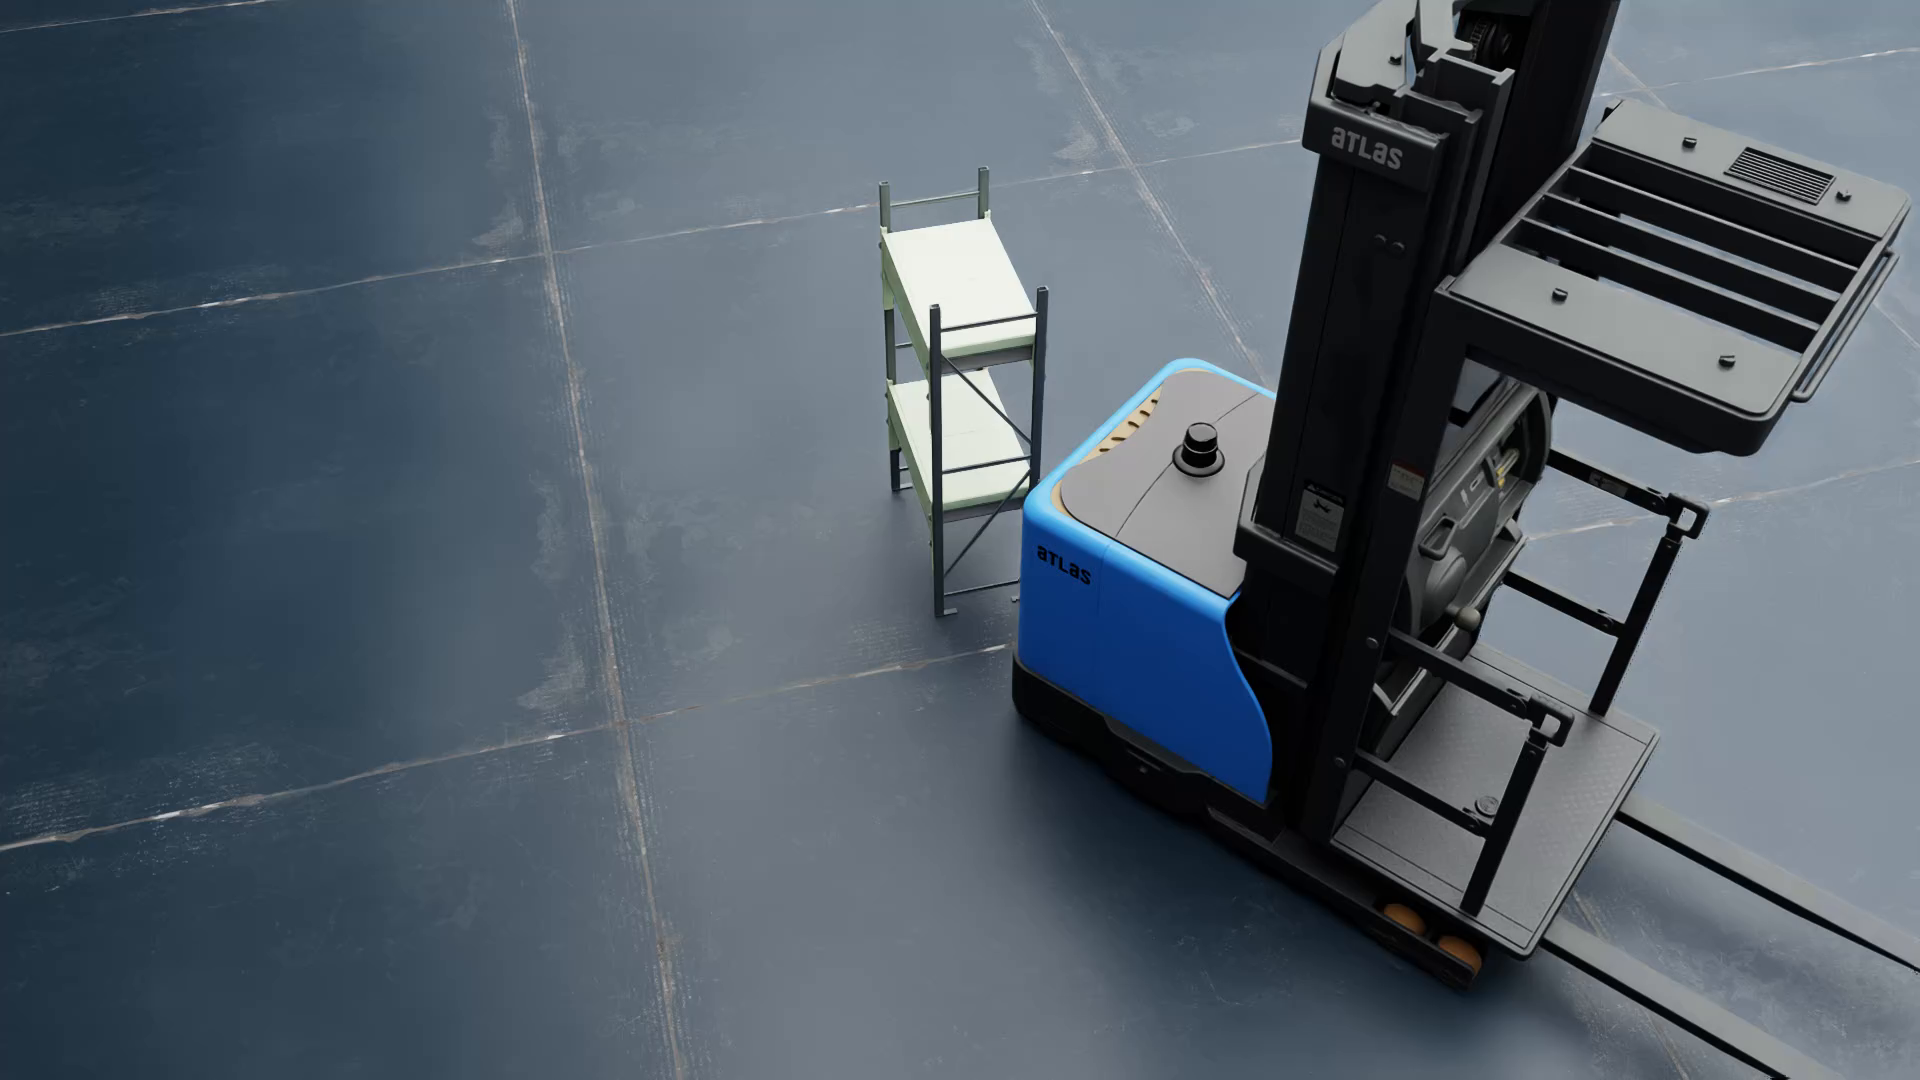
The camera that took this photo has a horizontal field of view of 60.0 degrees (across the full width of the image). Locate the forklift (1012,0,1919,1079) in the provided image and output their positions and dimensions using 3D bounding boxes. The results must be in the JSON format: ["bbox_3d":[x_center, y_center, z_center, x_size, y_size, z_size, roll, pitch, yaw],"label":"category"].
[{"bbox_3d":[1.665,-0.029,4.727,3.031,2.935,1.130,29,52,25],"label":"forklift"}]

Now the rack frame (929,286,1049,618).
[{"bbox_3d":[0.095,-0.268,5.962,0.400,1.500,0.023,-11,47,-10],"label":"rack frame"}]

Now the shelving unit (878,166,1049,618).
[{"bbox_3d":[0.002,-0.520,6.210,0.431,1.500,0.755,-11,47,-10],"label":"shelving unit"}]

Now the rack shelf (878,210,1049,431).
[{"bbox_3d":[0.002,-0.793,5.931,0.431,0.370,0.720,-11,47,-10],"label":"rack shelf"}]

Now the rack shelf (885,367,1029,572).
[{"bbox_3d":[0.002,-0.292,6.443,0.431,0.370,0.720,-11,47,-10],"label":"rack shelf"}]

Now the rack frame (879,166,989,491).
[{"bbox_3d":[-0.092,-0.773,6.457,0.400,1.500,0.023,-11,47,-10],"label":"rack frame"}]
